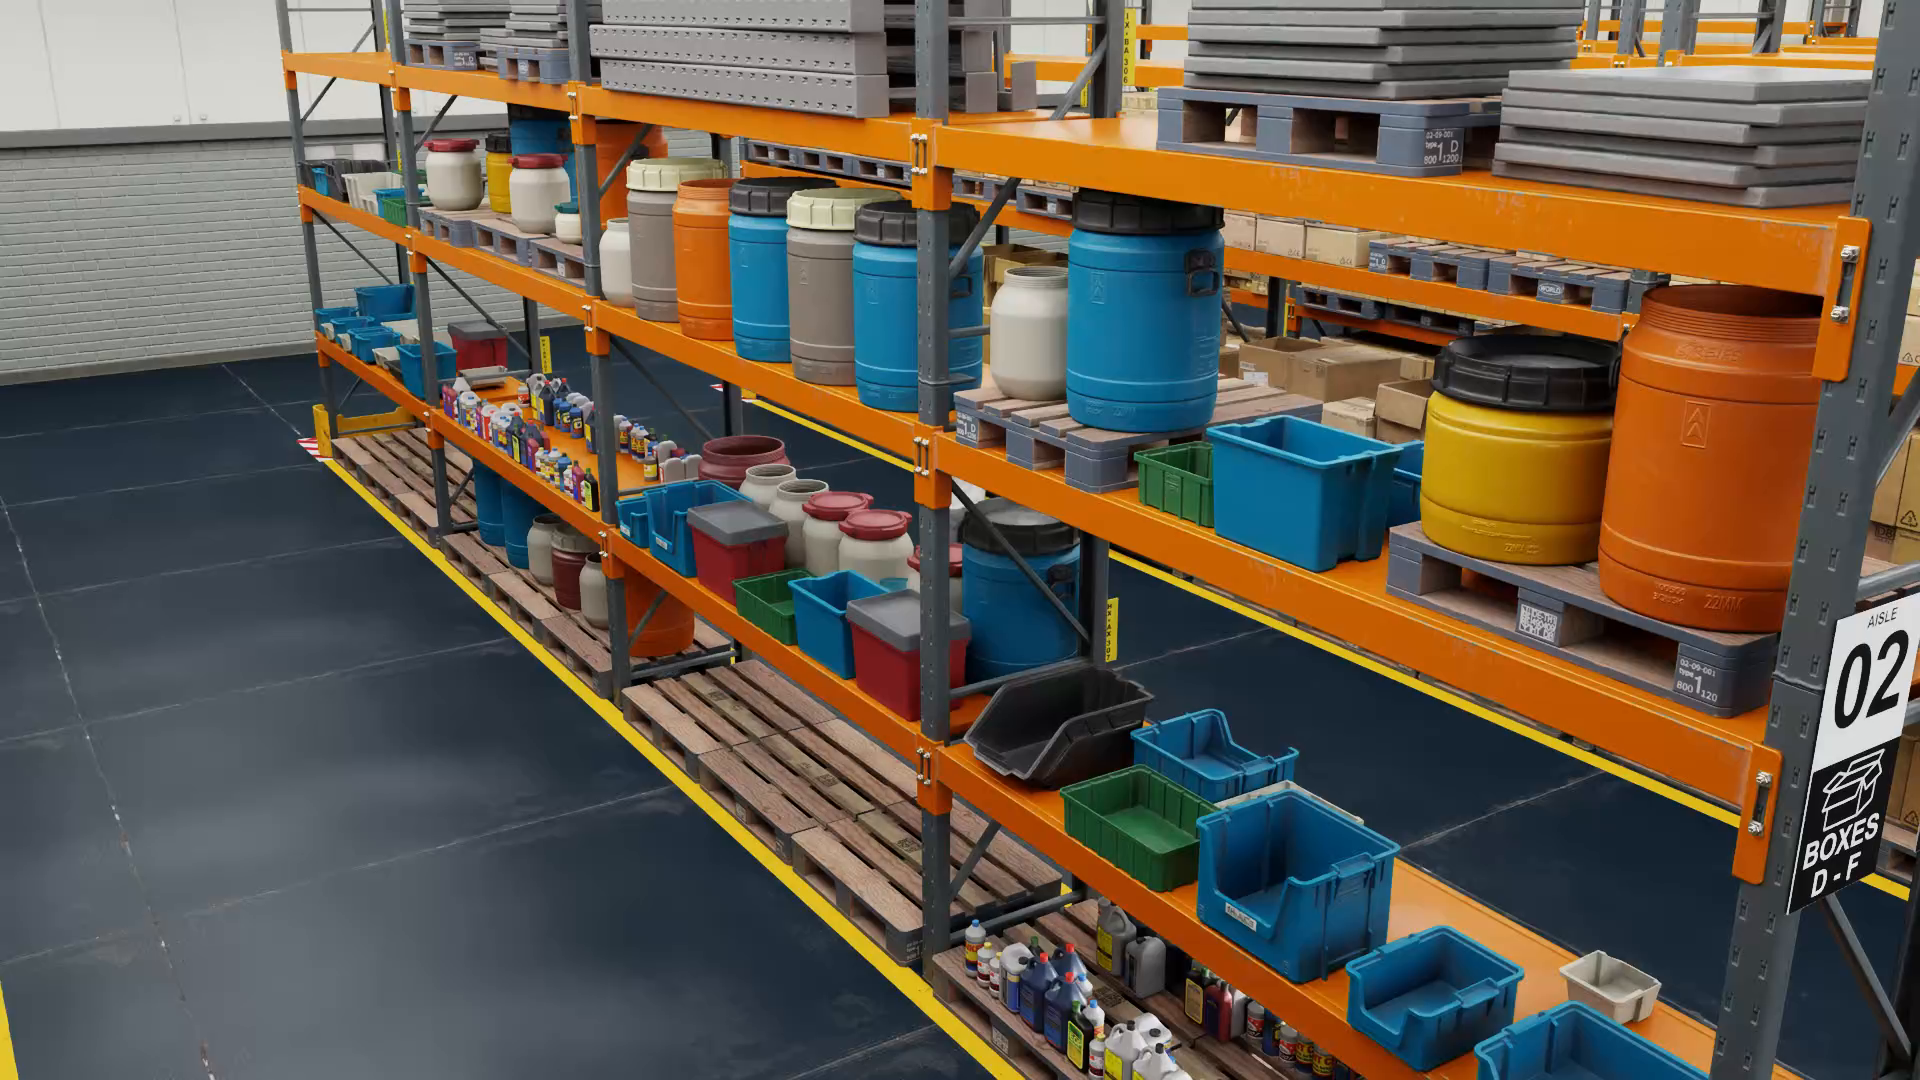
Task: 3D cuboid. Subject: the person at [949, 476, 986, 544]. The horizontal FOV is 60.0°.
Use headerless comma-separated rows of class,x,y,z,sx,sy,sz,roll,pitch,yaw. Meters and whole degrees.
person,-0.034,-0.264,12.842,0.530,1.764,0.360,-11,21,-30
